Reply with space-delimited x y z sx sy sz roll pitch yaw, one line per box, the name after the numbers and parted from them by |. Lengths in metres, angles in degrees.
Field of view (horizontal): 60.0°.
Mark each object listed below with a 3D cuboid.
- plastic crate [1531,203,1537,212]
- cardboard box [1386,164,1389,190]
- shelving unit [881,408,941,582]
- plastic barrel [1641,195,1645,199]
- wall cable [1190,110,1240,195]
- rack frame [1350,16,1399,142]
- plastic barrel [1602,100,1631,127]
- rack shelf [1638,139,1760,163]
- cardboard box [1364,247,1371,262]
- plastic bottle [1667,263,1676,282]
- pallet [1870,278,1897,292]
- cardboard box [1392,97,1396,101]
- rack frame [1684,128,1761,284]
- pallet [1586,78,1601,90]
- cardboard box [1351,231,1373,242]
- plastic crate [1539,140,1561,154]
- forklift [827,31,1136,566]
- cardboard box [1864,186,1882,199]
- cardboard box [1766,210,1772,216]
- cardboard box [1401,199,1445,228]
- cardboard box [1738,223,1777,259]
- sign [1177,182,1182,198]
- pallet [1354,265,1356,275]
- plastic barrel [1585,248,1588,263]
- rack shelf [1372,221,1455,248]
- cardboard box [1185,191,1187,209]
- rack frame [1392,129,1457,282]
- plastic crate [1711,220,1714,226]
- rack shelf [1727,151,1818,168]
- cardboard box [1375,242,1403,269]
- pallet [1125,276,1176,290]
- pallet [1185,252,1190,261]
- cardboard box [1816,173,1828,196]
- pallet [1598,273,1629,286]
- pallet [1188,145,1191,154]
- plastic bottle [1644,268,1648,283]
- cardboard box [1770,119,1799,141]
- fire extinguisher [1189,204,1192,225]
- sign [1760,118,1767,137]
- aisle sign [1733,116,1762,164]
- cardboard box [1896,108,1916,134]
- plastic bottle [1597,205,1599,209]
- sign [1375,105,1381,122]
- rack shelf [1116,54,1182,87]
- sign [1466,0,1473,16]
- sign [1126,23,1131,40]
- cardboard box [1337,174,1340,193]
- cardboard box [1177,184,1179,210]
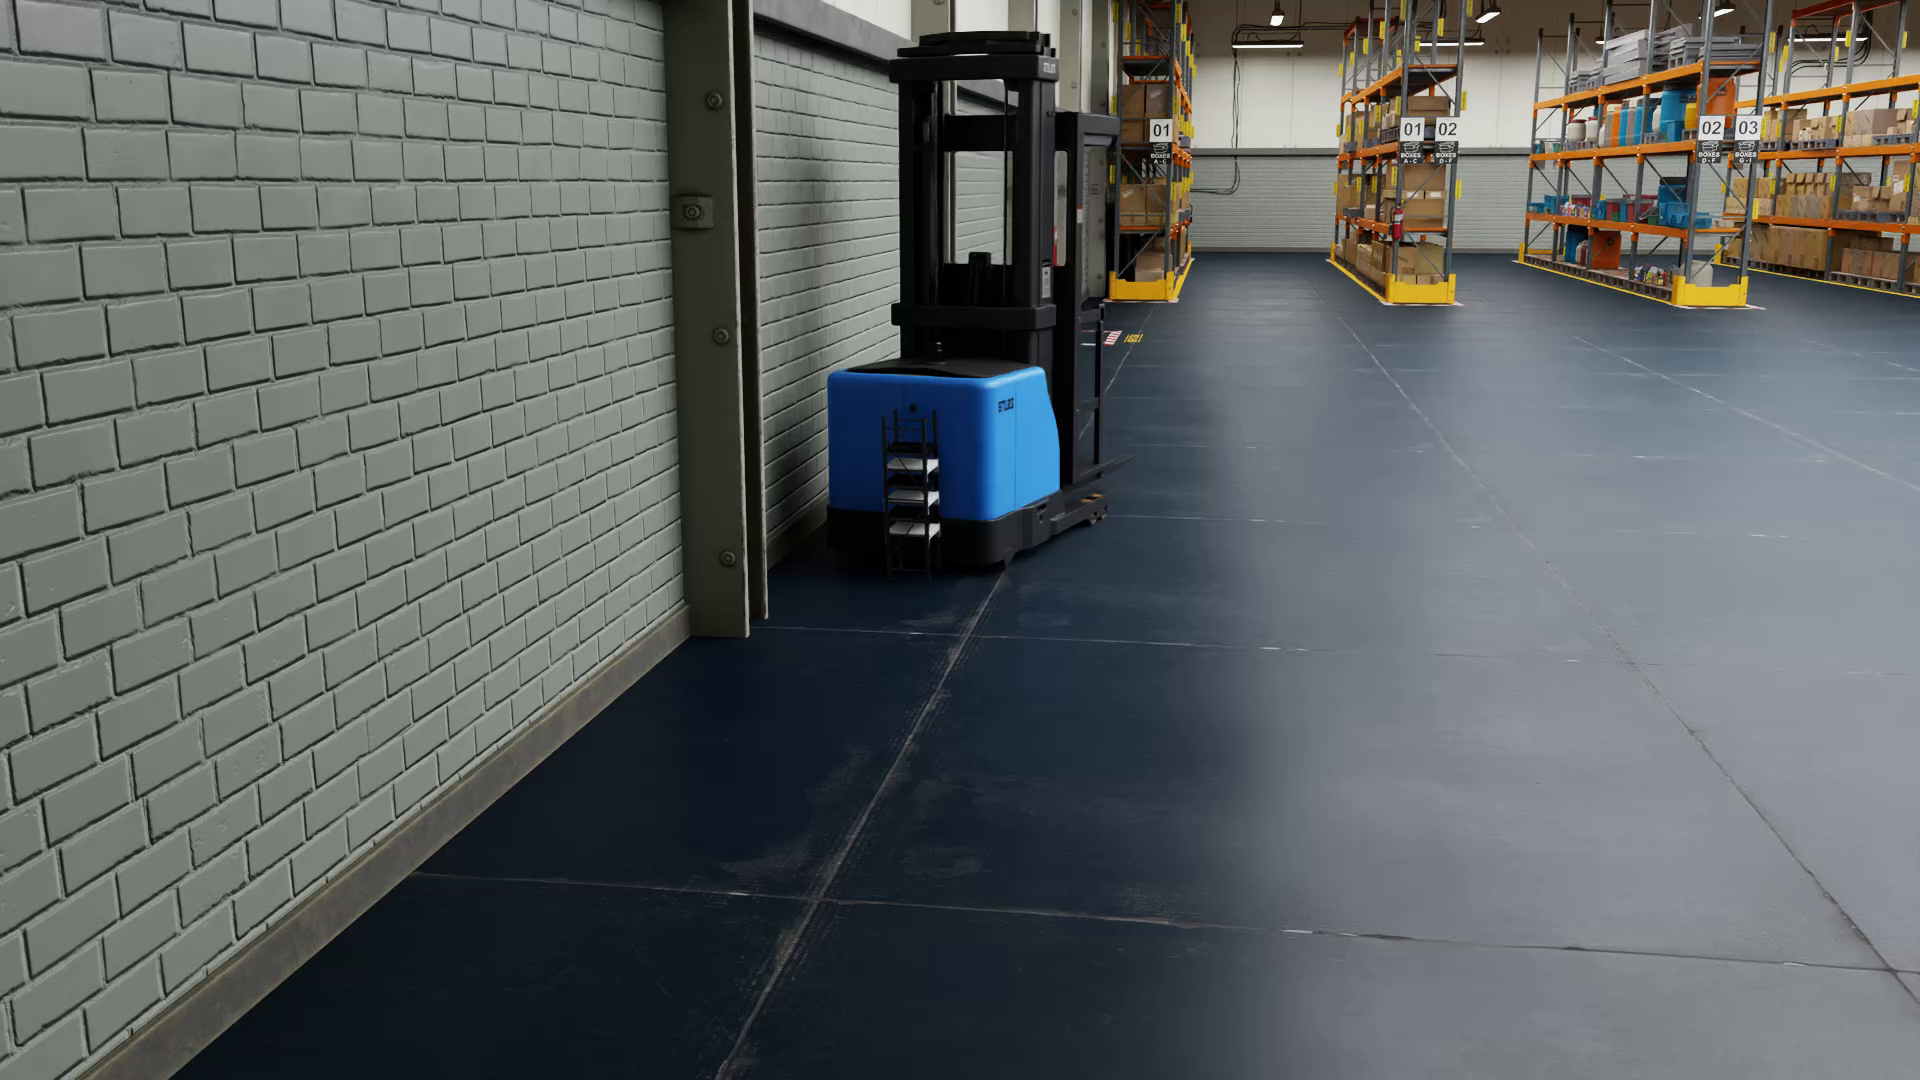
15.092 -8.653 43.279 0.416 0.233 0.300 2 12 9 | plastic crate
8.755 -7.137 32.673 0.700 0.500 0.500 2 12 9 | cardboard box
-0.259 -0.239 8.932 0.258 0.900 0.210 3 17 16 | shelving unit
14.255 -6.886 34.505 0.433 0.535 0.433 0 12 0 | plastic barrel
6.991 -11.785 50.687 3.097 2.526 0.112 2 12 9 | wall cable
10.048 -11.144 40.345 1.000 3.000 0.127 2 12 9 | rack frame
14.417 -9.217 36.507 0.600 0.830 0.708 2 12 9 | plastic barrel
13.404 -7.083 30.329 1.077 0.370 4.000 2 12 9 | rack shelf
8.749 -5.988 34.855 0.500 0.311 0.500 2 12 8 | cardboard box
13.755 -5.167 32.090 0.144 0.351 0.185 2 12 9 | plastic bottle
18.724 -5.024 32.803 1.003 0.211 1.213 2 12 9 | pallet
8.951 -8.638 33.416 0.500 0.500 0.500 2 12 9 | cardboard box
13.096 -5.552 28.638 1.000 3.000 0.127 2 12 9 | rack frame
14.468 -10.012 36.487 1.213 0.211 1.003 2 12 9 | pallet
9.502 -7.166 39.234 0.500 0.250 0.500 2 12 8 | cardboard box
15.050 -10.010 42.349 0.504 0.338 0.767 2 12 9 | plastic crate
0.314 -1.558 10.267 1.130 2.935 3.031 5 13 24 | forklift
19.190 -7.078 34.484 0.700 0.500 0.500 4 13 17 | cardboard box
19.559 -7.841 39.854 0.380 0.149 0.250 2 12 9 | cardboard box
8.287 -5.859 29.824 0.700 0.500 0.500 2 12 9 | cardboard box
20.292 -7.564 42.018 0.875 0.875 0.875 2 12 9 | cardboard box
4.459 -7.113 33.825 0.100 0.325 0.005 2 12 9 | sign
9.585 -6.170 38.123 1.003 0.211 1.213 2 12 9 | pallet
14.383 -6.430 37.617 0.421 0.512 0.421 0 12 0 | plastic barrel
8.510 -5.778 31.394 1.077 0.370 4.000 2 12 9 | rack shelf
5.252 -8.630 42.208 0.980 0.700 0.700 2 12 10 | cardboard box
8.202 -5.714 29.386 1.000 3.000 0.127 2 12 9 | rack frame
13.712 -5.910 30.923 0.530 0.136 0.437 2 12 9 | plastic crate
20.143 -9.421 41.176 1.077 0.370 4.000 2 12 9 | rack shelf
8.283 -5.480 32.049 0.500 0.500 0.500 2 12 9 | cardboard box
3.854 -5.202 33.631 1.003 0.211 1.213 2 12 9 | pallet
5.722 -7.672 45.092 1.003 0.211 1.213 2 12 9 | pallet
19.452 -7.884 36.837 0.797 0.503 0.637 2 12 10 | cardboard box
13.979 -5.441 34.741 1.003 0.211 1.213 2 12 9 | pallet
5.664 -10.472 44.557 1.003 0.211 1.213 2 12 9 | pallet
13.082 -5.045 31.688 0.061 0.283 0.133 2 12 11 | plastic bottle
19.897 -9.824 39.868 0.700 0.500 0.500 1 12 5 | cardboard box
6.247 -9.000 45.706 0.296 0.674 0.183 2 12 9 | fire extinguisher
13.639 -7.004 28.234 0.100 0.325 0.005 2 12 9 | sign
13.374 -6.799 28.250 0.394 0.787 0.004 2 12 9 | aisle sign
18.919 -8.238 32.735 0.797 0.503 0.637 2 12 11 | cardboard box
14.920 -7.686 38.844 0.097 0.271 0.097 0 12 0 | plastic bottle
8.280 -8.435 32.918 0.100 0.325 0.005 2 12 9 | sign
3.615 -8.869 31.503 1.077 0.370 4.000 2 12 9 | rack shelf
8.750 -9.161 28.549 0.100 0.325 0.005 2 12 9 | sign
3.373 -10.190 33.322 0.100 0.325 0.005 2 12 9 | sign
10.334 -9.498 44.336 0.500 0.500 0.500 2 12 10 | cardboard box
4.084 -6.797 32.939 0.500 0.500 0.500 2 12 8 | cardboard box
